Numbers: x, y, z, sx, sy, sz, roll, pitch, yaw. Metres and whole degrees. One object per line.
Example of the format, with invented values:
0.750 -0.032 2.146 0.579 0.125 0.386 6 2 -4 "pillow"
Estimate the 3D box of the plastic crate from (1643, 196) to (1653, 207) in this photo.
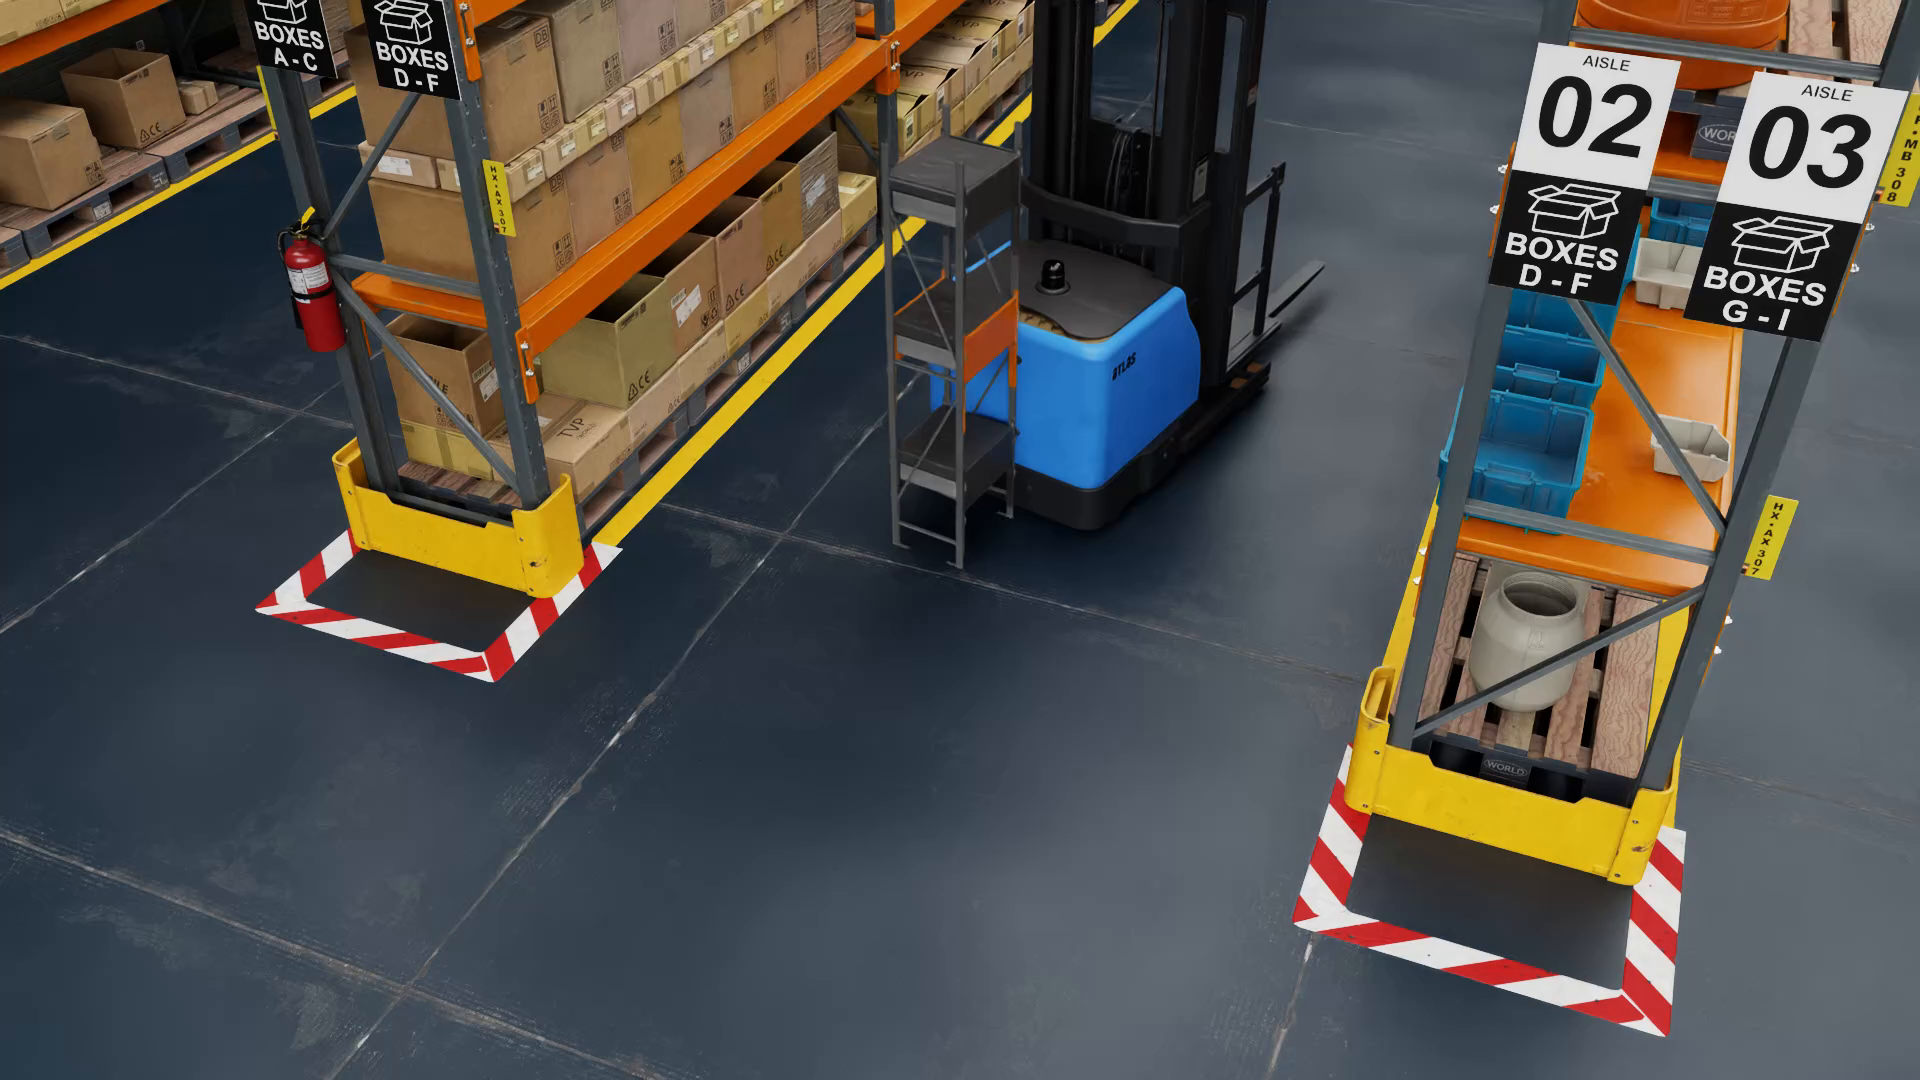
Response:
3.381 -1.953 8.409 0.767 0.338 0.504 14 39 18 "plastic crate"

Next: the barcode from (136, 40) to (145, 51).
-5.892 -3.554 11.953 0.001 0.075 0.075 14 39 18 "barcode"

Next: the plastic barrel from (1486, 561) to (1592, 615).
2.546 0.145 7.278 0.421 0.512 0.421 0 37 0 "plastic barrel"

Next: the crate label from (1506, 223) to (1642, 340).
2.626 -1.119 7.212 0.502 0.435 0.616 14 39 18 "crate label"

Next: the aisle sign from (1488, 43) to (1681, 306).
1.874 -1.093 5.035 0.394 0.787 0.004 14 39 18 "aisle sign"

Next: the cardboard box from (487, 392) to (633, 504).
-1.994 -0.467 8.316 0.500 0.250 0.500 14 39 18 "cardboard box"

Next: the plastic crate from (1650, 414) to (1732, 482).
2.814 -0.340 6.420 0.298 0.136 0.250 14 39 18 "plastic crate"

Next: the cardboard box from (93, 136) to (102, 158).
-6.091 -2.649 11.302 0.380 0.149 0.250 11 38 14 "cardboard box"

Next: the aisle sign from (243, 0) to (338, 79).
-2.700 -2.226 6.551 0.394 0.787 0.004 14 39 18 "aisle sign"

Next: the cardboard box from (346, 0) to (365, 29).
-5.049 -4.379 13.324 0.700 0.500 0.500 13 39 17 "cardboard box"

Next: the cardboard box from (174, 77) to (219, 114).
-5.640 -3.234 12.070 0.380 0.166 0.250 9 38 12 "cardboard box"

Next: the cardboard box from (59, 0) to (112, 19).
-5.738 -3.556 10.610 0.500 0.250 0.500 14 39 17 "cardboard box"

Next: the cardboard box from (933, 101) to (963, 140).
-0.303 -2.885 11.551 0.500 0.250 0.500 15 39 19 "cardboard box"

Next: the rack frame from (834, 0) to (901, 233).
-0.882 -3.369 10.252 1.000 3.000 0.127 14 39 18 "rack frame"

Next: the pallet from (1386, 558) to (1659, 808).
2.475 0.592 7.282 1.003 0.211 1.213 14 39 18 "pallet"

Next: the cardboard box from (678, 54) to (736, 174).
-1.628 -2.308 8.748 0.700 0.500 0.500 15 39 19 "cardboard box"

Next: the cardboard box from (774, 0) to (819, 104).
-1.239 -2.868 9.498 0.700 0.500 0.500 13 39 17 "cardboard box"

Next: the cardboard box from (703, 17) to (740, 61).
-1.370 -2.619 8.623 0.380 0.149 0.250 15 39 19 "cardboard box"

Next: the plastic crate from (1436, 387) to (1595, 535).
2.089 -0.309 6.283 0.499 0.251 0.616 14 39 18 "plastic crate"

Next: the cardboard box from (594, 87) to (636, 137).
-1.763 -2.046 7.857 0.380 0.149 0.250 13 39 17 "cardboard box"

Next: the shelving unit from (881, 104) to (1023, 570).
-0.031 -0.886 7.682 0.431 2.100 0.503 20 41 25 "shelving unit"

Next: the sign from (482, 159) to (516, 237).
-1.893 -1.403 6.832 0.100 0.325 0.005 14 39 18 "sign"

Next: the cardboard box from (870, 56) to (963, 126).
-0.299 -3.108 11.381 0.500 0.311 0.500 13 39 17 "cardboard box"

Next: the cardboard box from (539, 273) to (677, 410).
-1.805 -1.045 8.462 0.500 0.500 0.500 14 39 18 "cardboard box"

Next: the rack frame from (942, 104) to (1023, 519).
0.095 -1.011 7.849 0.400 2.100 0.015 20 41 25 "rack frame"

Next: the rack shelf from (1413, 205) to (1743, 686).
2.937 -0.843 7.473 1.077 0.370 4.000 14 39 18 "rack shelf"

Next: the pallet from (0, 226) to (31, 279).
-6.615 -1.647 10.278 1.003 0.211 1.213 14 39 18 "pallet"

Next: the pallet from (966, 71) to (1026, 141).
-0.175 -3.347 12.551 1.003 0.211 1.213 14 39 18 "pallet"

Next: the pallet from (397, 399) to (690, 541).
-2.151 -0.470 8.703 1.003 0.211 1.213 14 39 18 "pallet"

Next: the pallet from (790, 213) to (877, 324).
-1.223 -1.821 10.510 1.003 0.211 1.213 14 39 18 "pallet"

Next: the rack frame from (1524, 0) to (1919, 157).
2.176 -2.427 3.980 1.000 3.000 0.127 14 39 18 "rack frame"

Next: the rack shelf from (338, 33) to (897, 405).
-1.643 -1.973 8.986 1.077 0.370 4.000 14 39 18 "rack shelf"

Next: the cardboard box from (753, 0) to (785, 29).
-1.176 -2.906 9.008 0.380 0.149 0.250 14 39 18 "cardboard box"

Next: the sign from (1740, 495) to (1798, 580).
2.683 -0.007 5.523 0.100 0.325 0.005 14 39 18 "sign"

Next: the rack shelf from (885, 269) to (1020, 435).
-0.031 -0.875 7.690 0.431 0.518 0.480 20 41 25 "rack shelf"

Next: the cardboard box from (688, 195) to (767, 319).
-1.421 -1.598 9.201 0.500 0.500 0.500 14 39 18 "cardboard box"

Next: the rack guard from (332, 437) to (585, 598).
-2.413 -0.140 8.019 1.175 0.500 0.348 14 39 18 "rack guard"

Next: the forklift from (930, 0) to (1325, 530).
1.088 -2.061 8.560 1.130 2.935 3.031 23 42 27 "forklift"

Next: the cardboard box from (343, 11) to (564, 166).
-2.194 -1.999 7.251 0.700 0.500 0.500 14 39 18 "cardboard box"

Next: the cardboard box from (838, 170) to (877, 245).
-0.856 -2.129 10.539 0.500 0.250 0.500 14 39 18 "cardboard box"

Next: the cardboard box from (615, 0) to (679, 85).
-1.808 -2.570 8.016 0.700 0.500 0.500 14 39 18 "cardboard box"

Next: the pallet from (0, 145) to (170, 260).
-6.150 -2.321 11.178 1.003 0.211 1.213 14 39 18 "pallet"

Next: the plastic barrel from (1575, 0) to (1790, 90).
2.243 -1.863 5.023 0.600 0.830 0.708 14 39 18 "plastic barrel"

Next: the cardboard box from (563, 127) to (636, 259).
-2.019 -1.742 7.991 0.700 0.500 0.500 15 39 19 "cardboard box"

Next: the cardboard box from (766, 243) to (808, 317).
-1.232 -1.574 9.797 0.500 0.250 0.500 14 39 18 "cardboard box"

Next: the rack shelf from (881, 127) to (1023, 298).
-0.031 -1.436 7.271 0.431 0.518 0.480 20 41 25 "rack shelf"

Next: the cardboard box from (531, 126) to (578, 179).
-1.957 -1.769 7.486 0.380 0.149 0.250 13 39 17 "cardboard box"

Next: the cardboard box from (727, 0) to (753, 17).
-1.427 -3.124 8.757 0.700 0.500 0.500 14 39 18 "cardboard box"

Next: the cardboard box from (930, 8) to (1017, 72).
0.090 -3.684 12.151 0.500 0.311 0.500 15 39 19 "cardboard box"

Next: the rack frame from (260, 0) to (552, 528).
-2.404 -1.154 7.289 1.000 3.000 0.127 14 39 18 "rack frame"

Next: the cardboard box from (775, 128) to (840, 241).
-1.057 -2.155 9.948 0.500 0.500 0.500 14 39 18 "cardboard box"

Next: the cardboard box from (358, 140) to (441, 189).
-2.435 -1.709 7.406 0.380 0.149 0.250 13 39 17 "cardboard box"

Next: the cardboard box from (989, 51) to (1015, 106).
0.086 -3.454 12.312 0.500 0.250 0.500 15 39 19 "cardboard box"

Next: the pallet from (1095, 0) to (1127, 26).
0.959 -4.871 14.591 1.003 0.211 1.213 14 39 18 "pallet"

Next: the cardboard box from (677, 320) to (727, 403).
-1.616 -1.022 9.057 0.500 0.250 0.500 14 39 18 "cardboard box"

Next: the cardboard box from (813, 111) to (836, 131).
-0.993 -2.950 11.169 0.500 0.311 0.500 14 39 18 "cardboard box"

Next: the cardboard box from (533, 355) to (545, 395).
-2.294 -0.865 8.847 0.500 0.250 0.500 14 39 18 "cardboard box"

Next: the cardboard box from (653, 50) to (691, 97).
-1.567 -2.336 8.244 0.380 0.149 0.250 13 39 17 "cardboard box"
